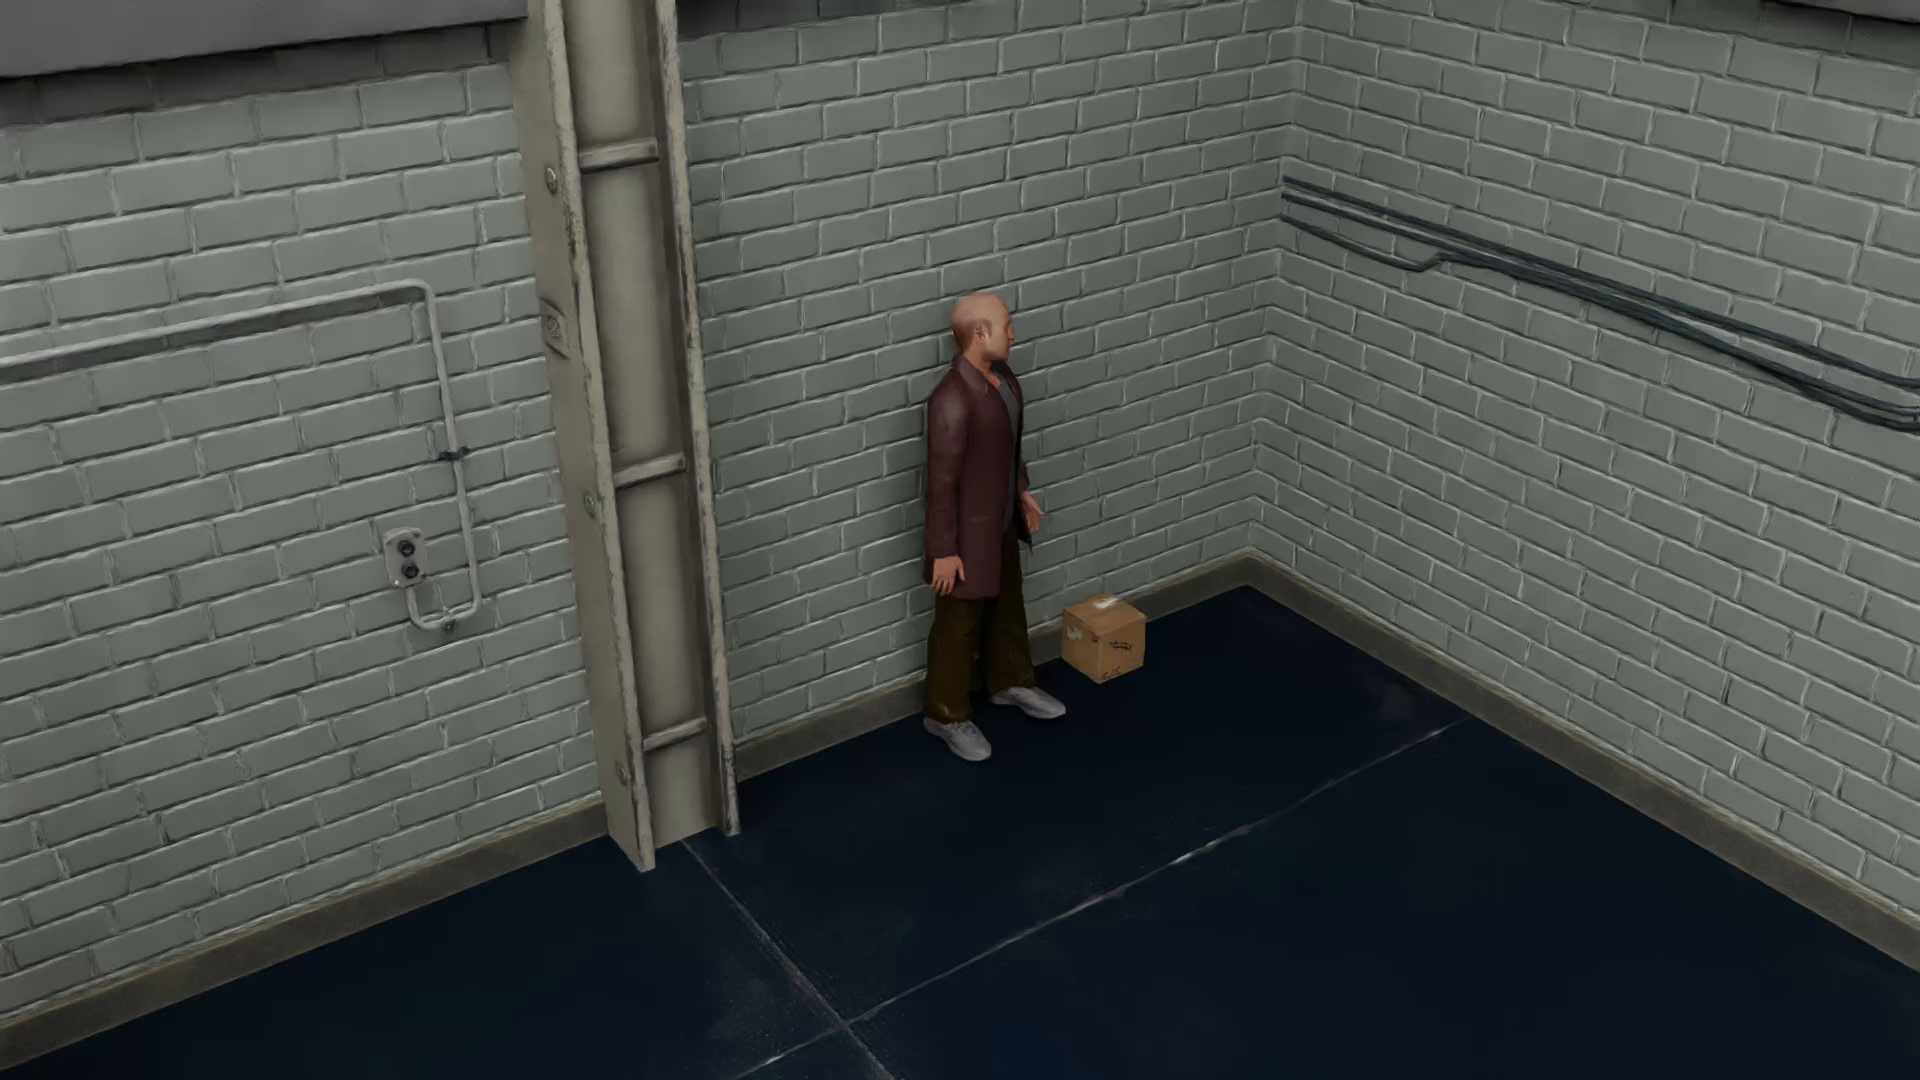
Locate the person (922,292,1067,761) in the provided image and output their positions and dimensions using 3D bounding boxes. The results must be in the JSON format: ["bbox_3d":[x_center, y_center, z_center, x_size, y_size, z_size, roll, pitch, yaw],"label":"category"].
[{"bbox_3d":[0.133,-0.041,6.163,0.535,1.784,0.634,10,30,18],"label":"person"}]
